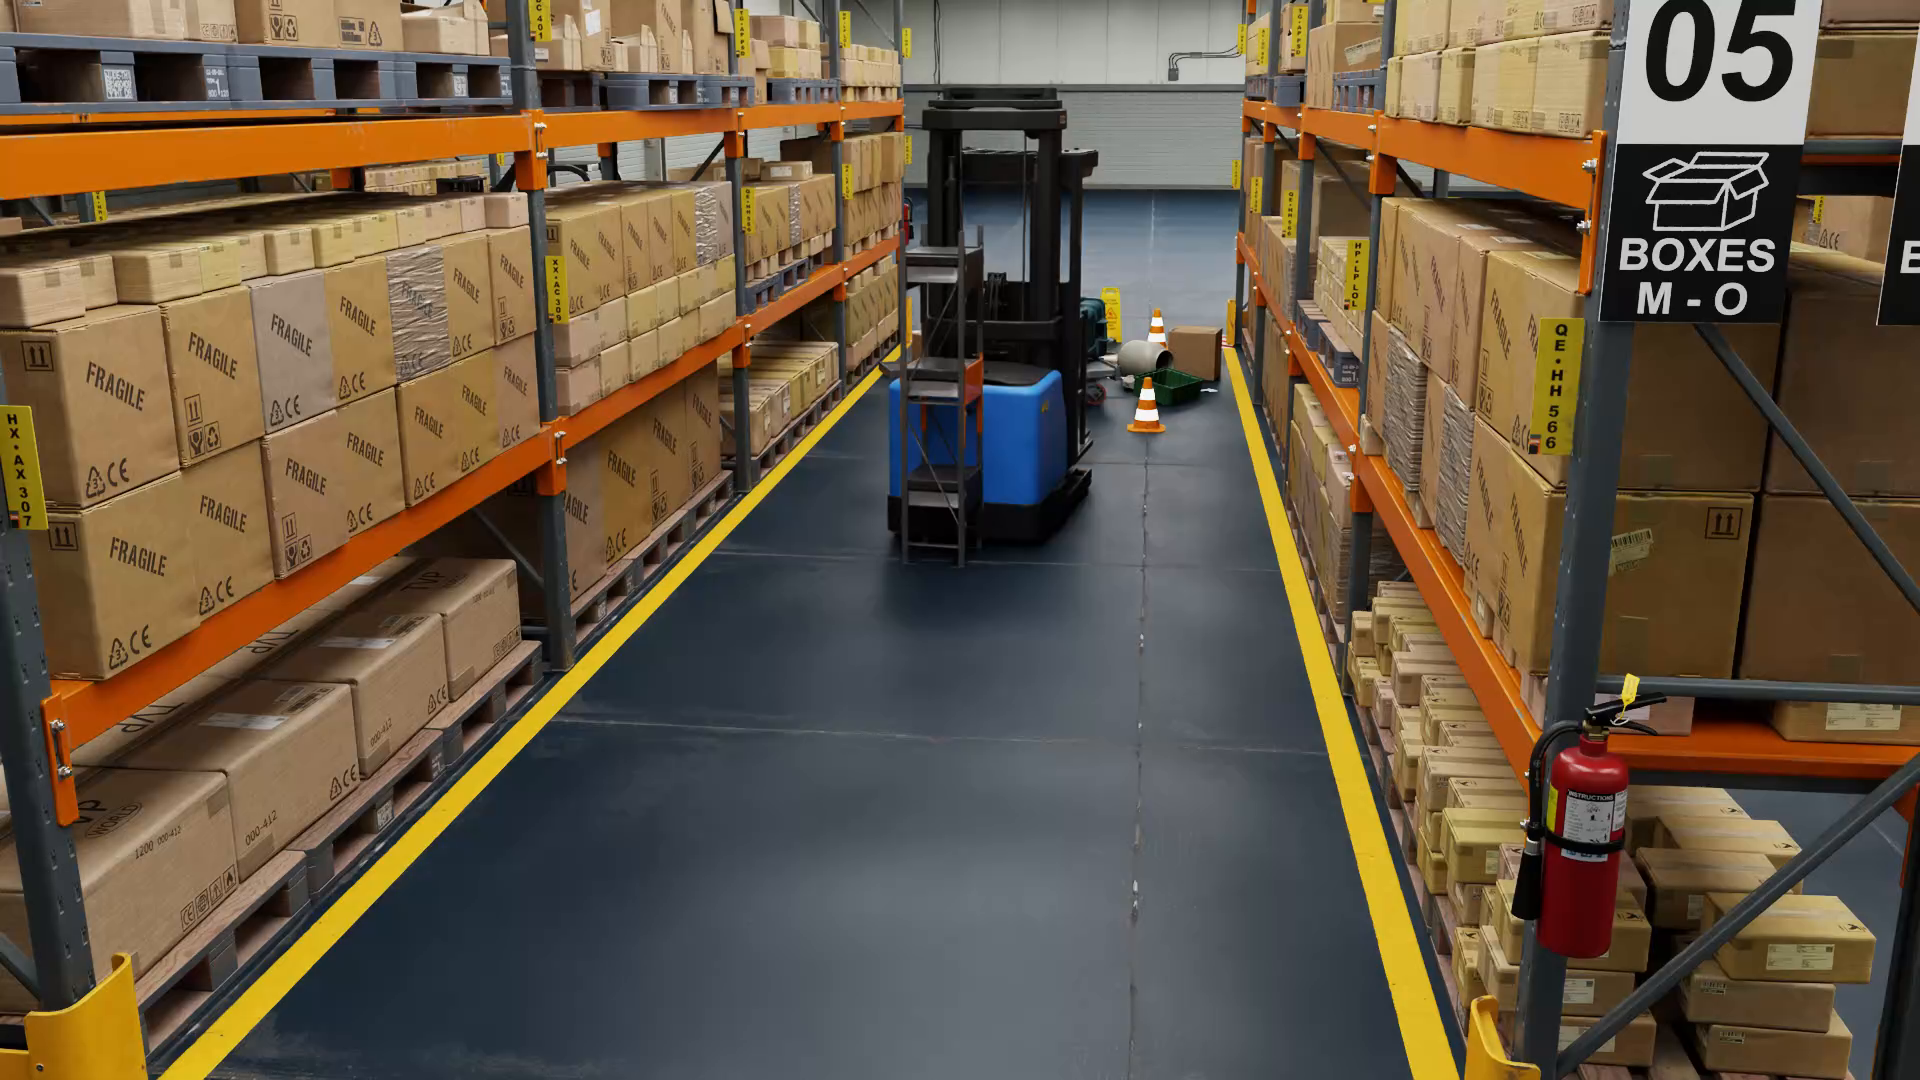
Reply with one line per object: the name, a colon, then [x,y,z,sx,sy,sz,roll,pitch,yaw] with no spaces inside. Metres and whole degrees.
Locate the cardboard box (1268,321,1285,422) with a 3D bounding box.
cardboard box: [3.217,-1.443,14.257,1.050,0.750,0.750,2,15,6]

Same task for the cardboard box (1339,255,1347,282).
cardboard box: [2.468,-1.616,9.928,0.380,0.149,0.250,2,15,8]

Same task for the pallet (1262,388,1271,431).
pallet: [3.298,-1.191,15.163,1.003,0.211,1.213,2,15,6]

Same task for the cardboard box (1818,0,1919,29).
cardboard box: [2.265,-1.353,4.003,0.500,0.250,0.500,2,15,7]

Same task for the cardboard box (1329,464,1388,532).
cardboard box: [2.241,-0.224,8.790,0.500,0.250,0.500,1,15,5]

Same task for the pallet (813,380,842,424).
pallet: [-1.706,-1.311,15.607,1.003,0.211,1.213,2,15,6]

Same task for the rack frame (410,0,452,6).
rack frame: [-6.100,-6.938,19.581,1.000,3.000,0.127,2,15,6]

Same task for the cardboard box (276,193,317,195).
cardboard box: [-6.370,-3.271,16.078,0.380,0.149,0.250,2,15,8]

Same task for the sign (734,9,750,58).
sign: [-1.520,-3.539,11.616,0.100,0.325,0.005,2,15,6]

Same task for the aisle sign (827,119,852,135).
aisle sign: [-1.469,-5.177,19.581,0.394,0.787,0.004,2,15,6]

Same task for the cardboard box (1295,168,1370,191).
cardboard box: [3.088,-2.746,13.465,0.700,0.500,0.500,2,15,6]

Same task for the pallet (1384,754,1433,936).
pallet: [2.232,1.174,6.417,1.003,0.211,1.213,2,15,6]

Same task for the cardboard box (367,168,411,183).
cardboard box: [-6.154,-3.920,17.908,0.380,0.149,0.250,2,15,6]

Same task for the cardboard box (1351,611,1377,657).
cardboard box: [2.049,0.450,7.840,0.380,0.149,0.250,2,15,9]

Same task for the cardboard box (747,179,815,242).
cardboard box: [-1.562,-2.865,14.445,0.500,0.500,0.500,2,15,8]

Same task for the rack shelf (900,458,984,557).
rack shelf: [-0.111,-0.215,10.670,0.431,0.518,0.480,4,16,14]

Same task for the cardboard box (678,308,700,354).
cardboard box: [-1.985,-1.348,10.687,0.500,0.250,0.500,2,15,6]

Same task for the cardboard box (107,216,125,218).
cardboard box: [-6.646,-2.472,13.123,0.380,0.149,0.250,2,15,7]

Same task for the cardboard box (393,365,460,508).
cardboard box: [-2.415,-0.440,6.853,0.500,0.500,0.500,1,15,5]

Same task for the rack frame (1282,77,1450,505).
rack frame: [2.859,-1.702,11.711,1.000,3.000,0.127,2,15,6]

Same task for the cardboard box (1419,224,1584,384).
cardboard box: [1.924,-0.832,5.815,0.500,0.500,0.500,1,15,4]

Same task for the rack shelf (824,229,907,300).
rack shelf: [-1.394,-3.031,18.002,1.077,0.370,4.000,2,15,6]

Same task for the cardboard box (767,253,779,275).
cardboard box: [-1.656,-2.195,13.209,0.380,0.149,0.250,2,15,7]

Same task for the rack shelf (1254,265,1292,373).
rack shelf: [3.085,-1.874,13.723,1.077,0.370,4.000,2,15,6]

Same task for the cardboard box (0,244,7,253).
cardboard box: [-3.182,-0.826,5.121,0.380,0.149,0.250,2,15,6]

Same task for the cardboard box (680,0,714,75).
cardboard box: [-1.994,-3.259,10.724,0.700,0.500,0.500,1,15,3]

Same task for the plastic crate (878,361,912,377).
plastic crate: [-0.627,-1.833,17.788,0.402,0.080,0.583,-4,16,-13]

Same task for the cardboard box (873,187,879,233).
cardboard box: [-1.152,-3.549,17.781,0.500,0.500,0.500,2,15,7]

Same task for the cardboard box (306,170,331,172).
cardboard box: [-6.764,-3.801,17.468,0.380,0.149,0.250,1,15,5]

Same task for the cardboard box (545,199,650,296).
cardboard box: [-2.098,-1.684,9.536,0.500,0.500,0.500,1,15,5]

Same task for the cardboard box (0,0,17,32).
cardboard box: [-3.044,-1.555,4.906,0.380,0.149,0.250,1,15,2]

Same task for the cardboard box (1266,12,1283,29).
cardboard box: [3.035,-4.807,15.403,0.380,0.149,0.250,2,15,6]

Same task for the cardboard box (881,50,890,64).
cardboard box: [-0.991,-5.380,18.517,0.380,0.149,0.250,2,15,6]

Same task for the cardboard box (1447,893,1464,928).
cardboard box: [1.867,1.203,5.623,0.380,0.149,0.250,2,15,7]

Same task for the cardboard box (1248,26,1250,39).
cardboard box: [3.379,-5.598,18.328,0.380,0.149,0.250,2,15,7]

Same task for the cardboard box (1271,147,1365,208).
cardboard box: [3.386,-3.428,15.737,0.875,0.550,0.550,2,15,6]

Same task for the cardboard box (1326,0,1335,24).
cardboard box: [2.481,-3.338,10.354,0.396,0.266,0.258,2,15,6]

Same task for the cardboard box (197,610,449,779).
cardboard box: [-2.800,0.642,7.147,0.875,0.438,0.875,1,15,5]

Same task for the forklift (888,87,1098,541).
forklift: [0.371,-1.751,12.024,1.130,2.935,3.031,4,16,14]

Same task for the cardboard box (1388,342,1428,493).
cardboard box: [1.960,-0.478,6.420,0.500,0.500,0.500,1,15,5]

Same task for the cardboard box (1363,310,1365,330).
cardboard box: [2.316,-1.132,8.707,0.380,0.149,0.250,2,15,9]

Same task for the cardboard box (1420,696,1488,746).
cardboard box: [1.961,0.709,6.310,0.380,0.149,0.250,2,15,7]

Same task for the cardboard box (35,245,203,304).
cardboard box: [-2.556,-0.809,5.058,0.380,0.149,0.250,2,15,8]

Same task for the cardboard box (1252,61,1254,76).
cardboard box: [3.262,-4.948,17.453,0.380,0.149,0.250,2,15,6]

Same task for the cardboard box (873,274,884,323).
cardboard box: [-1.119,-2.653,18.252,0.500,0.500,0.500,1,15,5]

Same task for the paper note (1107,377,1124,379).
paper note: [1.645,-1.709,17.438,0.172,0.023,0.155,7,17,25]

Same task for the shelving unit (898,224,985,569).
shelving unit: [-0.111,-0.904,10.484,0.431,2.100,0.503,4,16,14]

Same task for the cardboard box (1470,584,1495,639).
cardboard box: [1.797,0.205,5.138,0.380,0.149,0.250,2,15,8]

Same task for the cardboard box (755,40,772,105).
cardboard box: [-1.927,-3.716,13.215,0.797,0.503,0.637,2,15,6]

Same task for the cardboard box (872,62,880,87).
cardboard box: [-1.124,-4.879,17.431,0.500,0.250,0.500,2,15,7]

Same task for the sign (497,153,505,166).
sign: [-5.563,-4.696,20.109,0.100,0.325,0.005,2,15,6]

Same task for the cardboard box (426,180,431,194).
cardboard box: [-6.099,-3.910,18.440,0.380,0.149,0.250,2,15,6]

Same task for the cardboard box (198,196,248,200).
cardboard box: [-6.916,-3.148,15.624,0.380,0.149,0.250,2,15,6]

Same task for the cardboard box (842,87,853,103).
cardboard box: [-1.253,-4.326,16.148,0.380,0.149,0.250,2,15,6]
